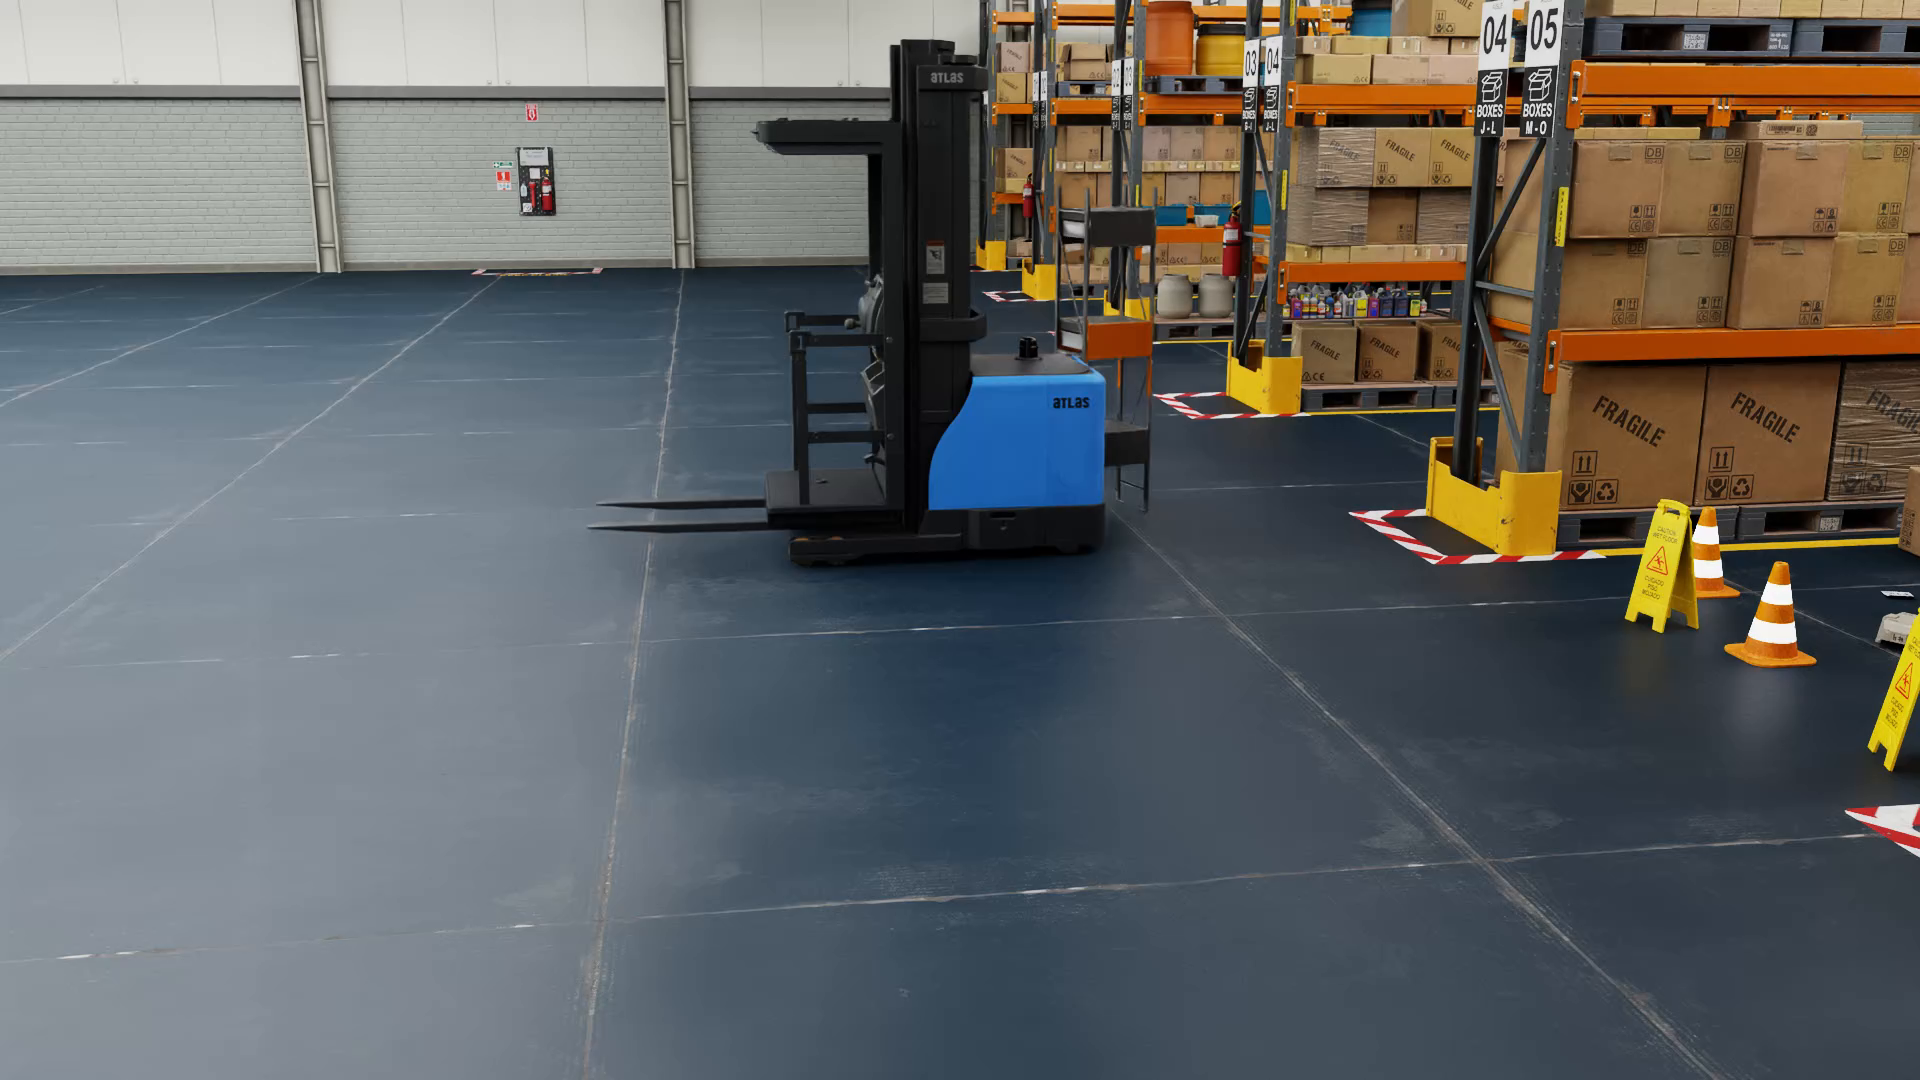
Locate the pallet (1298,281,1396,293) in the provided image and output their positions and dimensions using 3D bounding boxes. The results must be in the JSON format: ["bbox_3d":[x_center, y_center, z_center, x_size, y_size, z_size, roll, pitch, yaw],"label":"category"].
[{"bbox_3d":[5.890,-3.911,25.382,1.213,0.211,1.003,-2,14,-8],"label":"pallet"}]

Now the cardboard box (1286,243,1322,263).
[{"bbox_3d":[3.002,-2.530,14.662,0.250,0.149,0.380,-2,14,-8],"label":"cardboard box"}]

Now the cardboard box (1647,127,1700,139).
[{"bbox_3d":[6.236,-3.440,14.898,0.500,0.500,0.500,-2,14,-8],"label":"cardboard box"}]

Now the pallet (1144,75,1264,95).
[{"bbox_3d":[2.779,-5.261,19.253,1.213,0.211,1.003,-2,14,-8],"label":"pallet"}]

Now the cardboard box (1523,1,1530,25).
[{"bbox_3d":[3.602,-3.181,10.023,0.250,0.149,0.380,-2,14,-8],"label":"cardboard box"}]

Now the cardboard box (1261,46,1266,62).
[{"bbox_3d":[4.630,-7.048,24.634,0.500,0.500,0.500,-1,14,-4],"label":"cardboard box"}]

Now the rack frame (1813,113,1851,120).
[{"bbox_3d":[16.292,-6.854,31.384,0.127,3.000,1.000,-2,14,-8],"label":"rack frame"}]

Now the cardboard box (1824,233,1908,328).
[{"bbox_3d":[5.315,-1.644,10.303,0.500,0.550,0.875,-2,14,-8],"label":"cardboard box"}]

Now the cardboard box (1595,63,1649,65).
[{"bbox_3d":[5.710,-4.131,14.669,0.500,0.250,0.500,-2,14,-7],"label":"cardboard box"}]

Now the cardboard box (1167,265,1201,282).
[{"bbox_3d":[3.259,-3.972,24.684,0.500,0.250,0.500,-2,14,-8],"label":"cardboard box"}]

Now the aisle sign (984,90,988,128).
[{"bbox_3d":[0.444,-7.460,28.457,0.004,0.787,0.394,-2,14,-8],"label":"aisle sign"}]

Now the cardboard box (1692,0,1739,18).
[{"bbox_3d":[4.210,-3.042,9.465,0.250,0.149,0.380,-2,14,-8],"label":"cardboard box"}]

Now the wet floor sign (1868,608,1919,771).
[{"bbox_3d":[3.814,0.576,6.599,0.232,0.644,0.267,3,14,11],"label":"wet floor sign"}]

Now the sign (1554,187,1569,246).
[{"bbox_3d":[3.400,-1.827,9.399,0.005,0.325,0.100,-2,14,-8],"label":"sign"}]

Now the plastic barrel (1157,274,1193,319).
[{"bbox_3d":[2.586,-2.930,19.990,0.421,0.512,0.421,0,14,0],"label":"plastic barrel"}]

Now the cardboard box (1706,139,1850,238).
[{"bbox_3d":[4.800,-2.133,10.033,0.550,0.550,0.875,-2,14,-8],"label":"cardboard box"}]

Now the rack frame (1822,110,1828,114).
[{"bbox_3d":[13.078,-5.517,26.055,0.127,3.000,1.000,-2,14,-8],"label":"rack frame"}]

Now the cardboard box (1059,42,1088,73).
[{"bbox_3d":[1.896,-8.255,28.502,0.500,0.500,0.500,-2,14,-7],"label":"cardboard box"}]

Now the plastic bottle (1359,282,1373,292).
[{"bbox_3d":[5.042,-3.035,20.698,0.185,0.351,0.144,-2,14,-7],"label":"plastic bottle"}]

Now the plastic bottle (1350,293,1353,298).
[{"bbox_3d":[4.758,-2.844,20.075,0.133,0.283,0.061,-2,14,-8],"label":"plastic bottle"}]

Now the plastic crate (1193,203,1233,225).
[{"bbox_3d":[3.040,-3.931,20.035,0.408,0.251,0.499,-2,14,-8],"label":"plastic crate"}]

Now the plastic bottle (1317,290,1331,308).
[{"bbox_3d":[4.482,-2.942,20.480,0.135,0.276,0.152,-2,14,-8],"label":"plastic bottle"}]

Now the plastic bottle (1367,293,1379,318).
[{"bbox_3d":[4.963,-2.816,19.964,0.133,0.283,0.061,-1,14,-5],"label":"plastic bottle"}]

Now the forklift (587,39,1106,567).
[{"bbox_3d":[-0.694,-1.404,9.796,3.031,2.935,1.130,-2,14,-7],"label":"forklift"}]

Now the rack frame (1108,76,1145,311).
[{"bbox_3d":[1.947,-3.891,19.570,0.127,3.000,1.000,-2,14,-8],"label":"rack frame"}]

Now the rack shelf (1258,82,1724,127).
[{"bbox_3d":[4.662,-3.878,14.831,4.000,0.370,1.077,-2,14,-8],"label":"rack shelf"}]

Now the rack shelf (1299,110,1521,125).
[{"bbox_3d":[7.145,-6.406,24.911,4.000,0.370,1.077,-2,14,-8],"label":"rack shelf"}]

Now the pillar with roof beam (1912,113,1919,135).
[{"bbox_3d":[19.474,-9.034,27.745,0.400,9.000,9.100,-2,14,-8],"label":"pillar with roof beam"}]

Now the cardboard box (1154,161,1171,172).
[{"bbox_3d":[2.906,-5.455,24.268,0.250,0.149,0.380,-2,14,-9],"label":"cardboard box"}]

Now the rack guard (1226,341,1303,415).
[{"bbox_3d":[2.760,-1.490,15.134,0.348,0.500,1.175,-2,14,-8],"label":"rack guard"}]

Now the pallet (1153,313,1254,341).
[{"bbox_3d":[2.819,-2.580,20.077,1.213,0.211,1.003,-2,14,-8],"label":"pallet"}]

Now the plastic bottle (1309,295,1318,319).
[{"bbox_3d":[4.224,-2.788,19.875,0.097,0.271,0.097,0,14,0],"label":"plastic bottle"}]

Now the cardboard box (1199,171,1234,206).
[{"bbox_3d":[3.713,-5.220,24.666,0.500,0.500,0.700,-2,14,-7],"label":"cardboard box"}]

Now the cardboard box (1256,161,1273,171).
[{"bbox_3d":[4.427,-5.510,24.489,0.250,0.149,0.380,-3,14,-10],"label":"cardboard box"}]

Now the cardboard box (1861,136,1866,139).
[{"bbox_3d":[13.586,-6.000,25.720,0.500,0.500,0.500,-2,14,-7],"label":"cardboard box"}]

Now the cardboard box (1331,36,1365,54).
[{"bbox_3d":[3.262,-4.215,14.187,0.250,0.149,0.380,-2,14,-7],"label":"cardboard box"}]

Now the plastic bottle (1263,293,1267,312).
[{"bbox_3d":[3.810,-2.967,20.567,0.133,0.283,0.061,-2,14,-7],"label":"plastic bottle"}]

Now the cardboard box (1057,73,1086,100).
[{"bbox_3d":[1.888,-7.770,28.623,0.500,0.500,0.500,-1,14,-6],"label":"cardboard box"}]

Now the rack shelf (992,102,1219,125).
[{"bbox_3d":[2.448,-7.452,29.083,4.000,0.370,1.077,-2,14,-8],"label":"rack shelf"}]

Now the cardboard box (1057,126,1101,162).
[{"bbox_3d":[1.728,-5.776,24.214,0.500,0.500,0.700,-2,14,-8],"label":"cardboard box"}]

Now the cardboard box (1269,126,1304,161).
[{"bbox_3d":[4.730,-5.887,24.659,0.500,0.500,0.700,-2,14,-8],"label":"cardboard box"}]

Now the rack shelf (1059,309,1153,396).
[{"bbox_3d":[0.927,-1.201,10.752,0.480,0.518,0.431,-7,15,-24],"label":"rack shelf"}]

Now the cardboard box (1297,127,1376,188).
[{"bbox_3d":[3.269,-3.332,14.467,0.500,0.500,0.500,-2,14,-8],"label":"cardboard box"}]

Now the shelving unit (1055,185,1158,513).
[{"bbox_3d":[0.927,-1.215,10.748,0.503,2.100,0.431,-7,15,-24],"label":"shelving unit"}]

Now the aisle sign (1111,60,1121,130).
[{"bbox_3d":[1.831,-5.221,19.528,0.004,0.787,0.394,-2,14,-8],"label":"aisle sign"}]

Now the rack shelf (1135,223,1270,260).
[{"bbox_3d":[3.924,-3.614,19.946,4.000,0.370,1.077,-2,14,-8],"label":"rack shelf"}]

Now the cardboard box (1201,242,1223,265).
[{"bbox_3d":[3.752,-4.357,24.678,0.500,0.500,0.500,-2,14,-8],"label":"cardboard box"}]

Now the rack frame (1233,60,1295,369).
[{"bbox_3d":[2.684,-2.699,14.819,0.127,3.000,1.000,-2,14,-8],"label":"rack frame"}]

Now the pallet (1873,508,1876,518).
[{"bbox_3d":[6.515,-0.286,10.929,1.213,0.211,1.003,-2,14,-8],"label":"pallet"}]

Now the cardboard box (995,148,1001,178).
[{"bbox_3d":[0.905,-6.643,29.268,0.500,0.500,0.500,-2,14,-9],"label":"cardboard box"}]

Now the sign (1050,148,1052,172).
[{"bbox_3d":[1.289,-5.407,23.673,0.005,0.325,0.100,-2,14,-8],"label":"sign"}]

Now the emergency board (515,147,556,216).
[{"bbox_3d":[-7.348,-6.209,28.815,0.643,1.169,0.194,-2,14,-8],"label":"emergency board"}]

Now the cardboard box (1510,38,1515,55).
[{"bbox_3d":[4.779,-4.301,14.528,0.250,0.149,0.380,-3,14,-10],"label":"cardboard box"}]

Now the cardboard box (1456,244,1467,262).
[{"bbox_3d":[4.499,-2.562,14.786,0.250,0.149,0.380,-2,14,-8],"label":"cardboard box"}]
